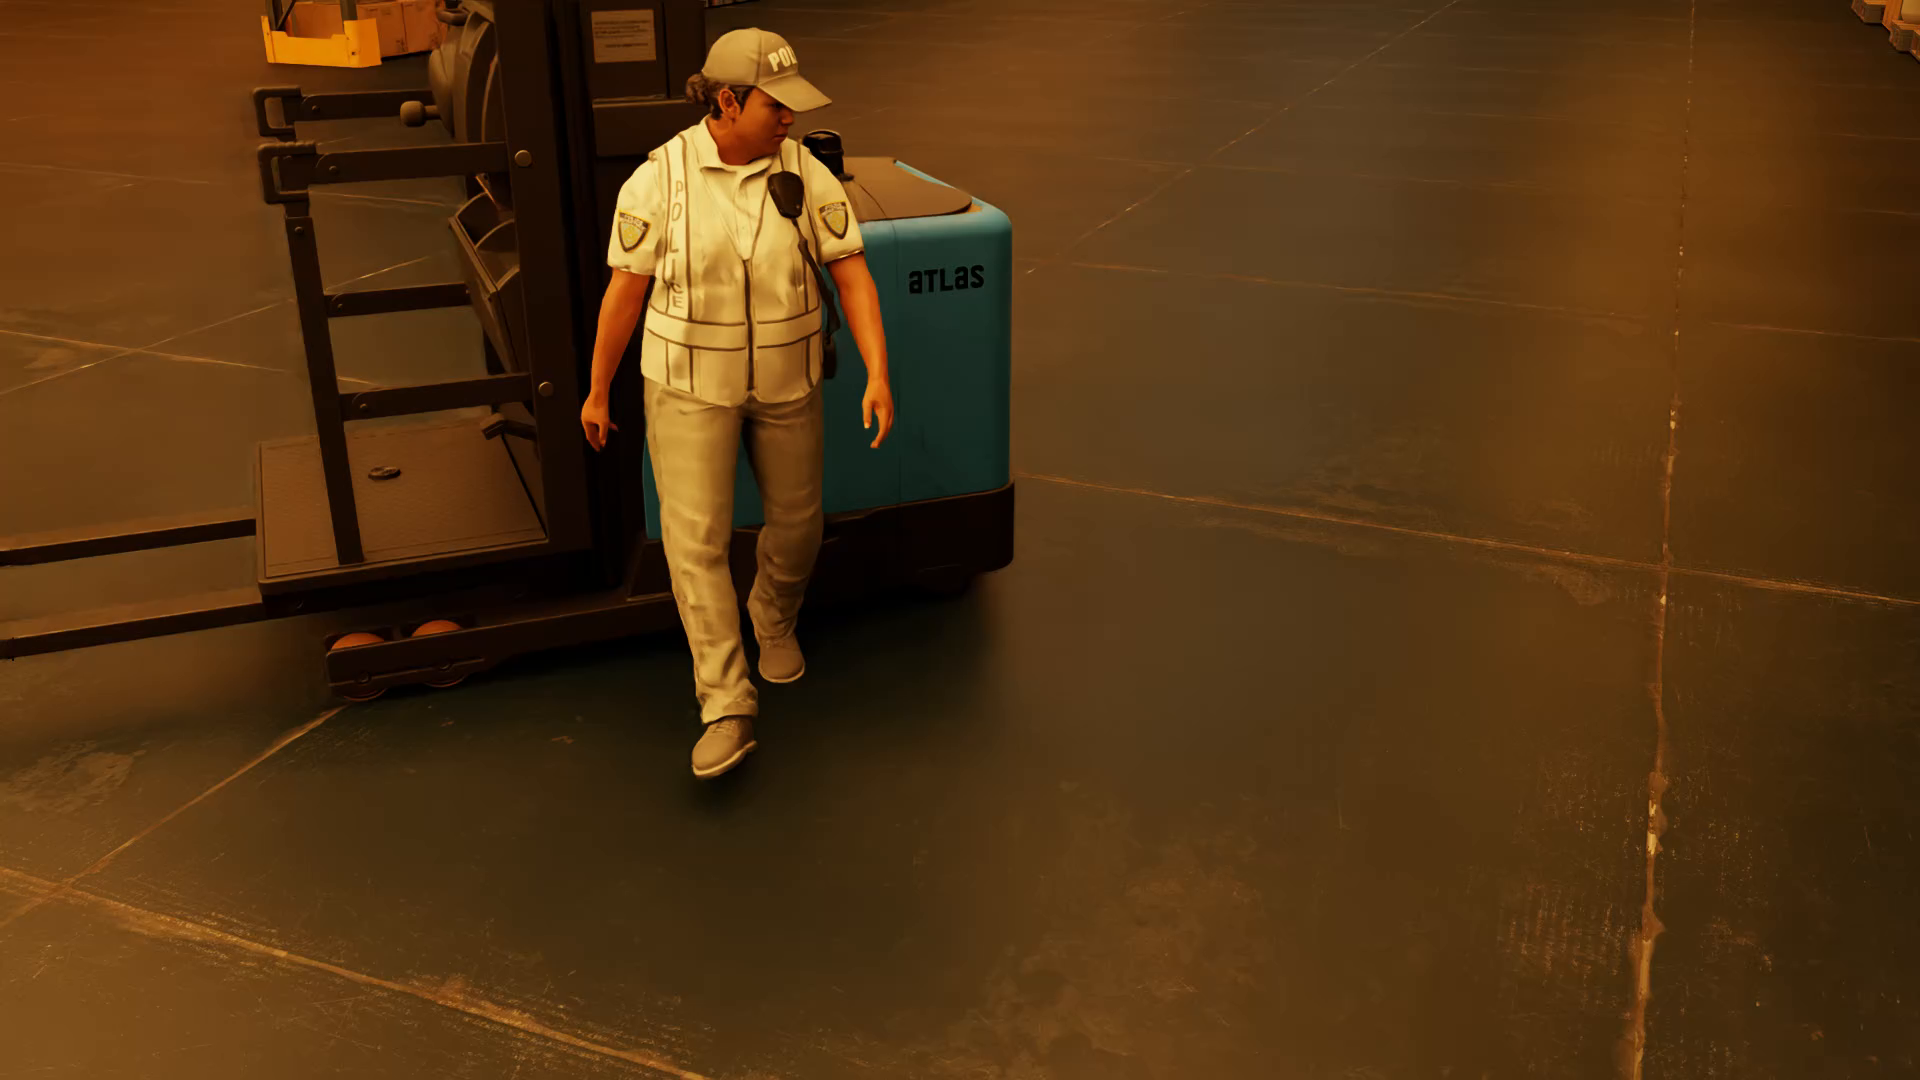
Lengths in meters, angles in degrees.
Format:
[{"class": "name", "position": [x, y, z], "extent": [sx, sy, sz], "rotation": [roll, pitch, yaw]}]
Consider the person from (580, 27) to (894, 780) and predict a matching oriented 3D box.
[{"class": "person", "position": [-0.499, -0.302, 3.749], "extent": [0.662, 1.624, 0.877], "rotation": [-8, 24, -18]}]

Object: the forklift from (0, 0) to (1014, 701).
[{"class": "forklift", "position": [-1.416, -1.182, 4.121], "extent": [3.031, 2.935, 1.130], "rotation": [-9, 24, -20]}]
